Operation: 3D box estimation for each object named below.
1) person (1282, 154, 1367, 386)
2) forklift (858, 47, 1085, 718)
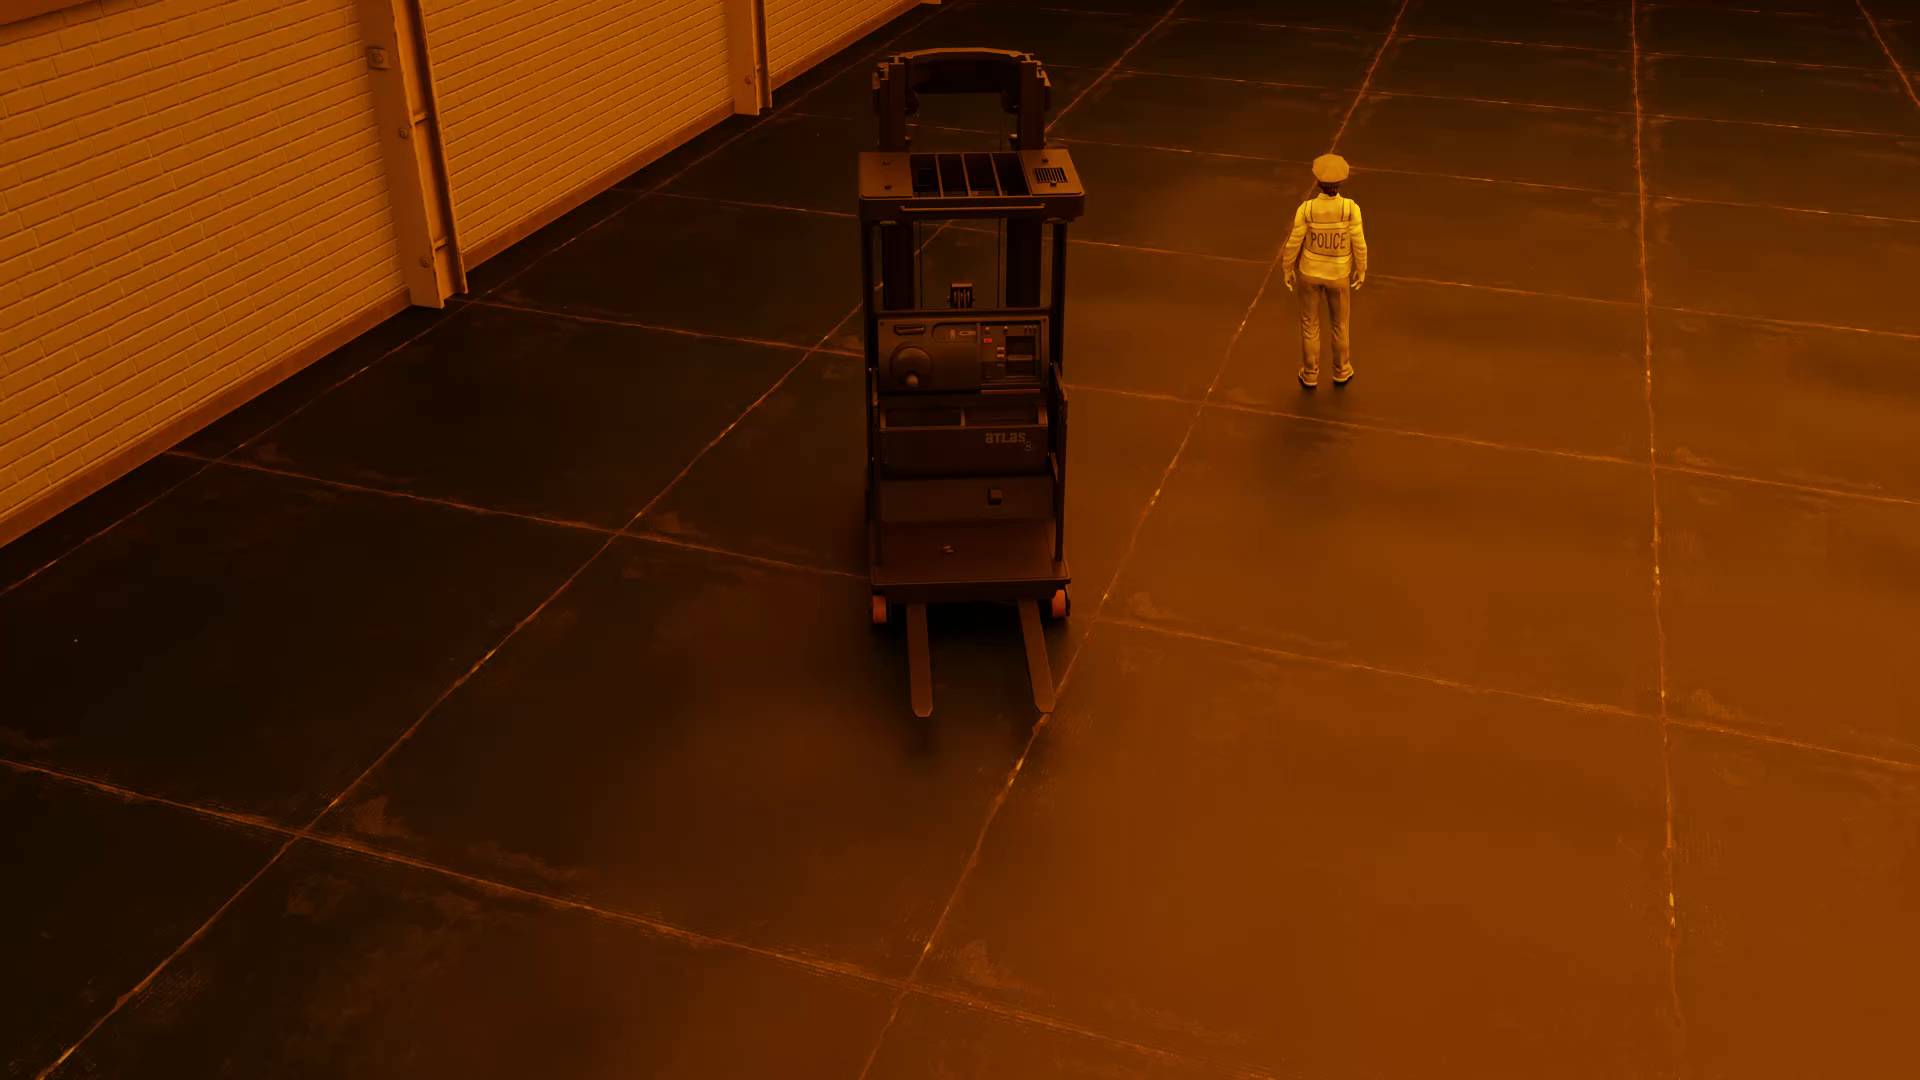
[{"bbox_3d":[2.563,-1.895,11.694,0.588,1.694,0.531,6,30,10],"label":"person"},{"bbox_3d":[0.035,-0.972,8.842,1.130,2.935,3.031,-2,30,-3],"label":"forklift"}]
